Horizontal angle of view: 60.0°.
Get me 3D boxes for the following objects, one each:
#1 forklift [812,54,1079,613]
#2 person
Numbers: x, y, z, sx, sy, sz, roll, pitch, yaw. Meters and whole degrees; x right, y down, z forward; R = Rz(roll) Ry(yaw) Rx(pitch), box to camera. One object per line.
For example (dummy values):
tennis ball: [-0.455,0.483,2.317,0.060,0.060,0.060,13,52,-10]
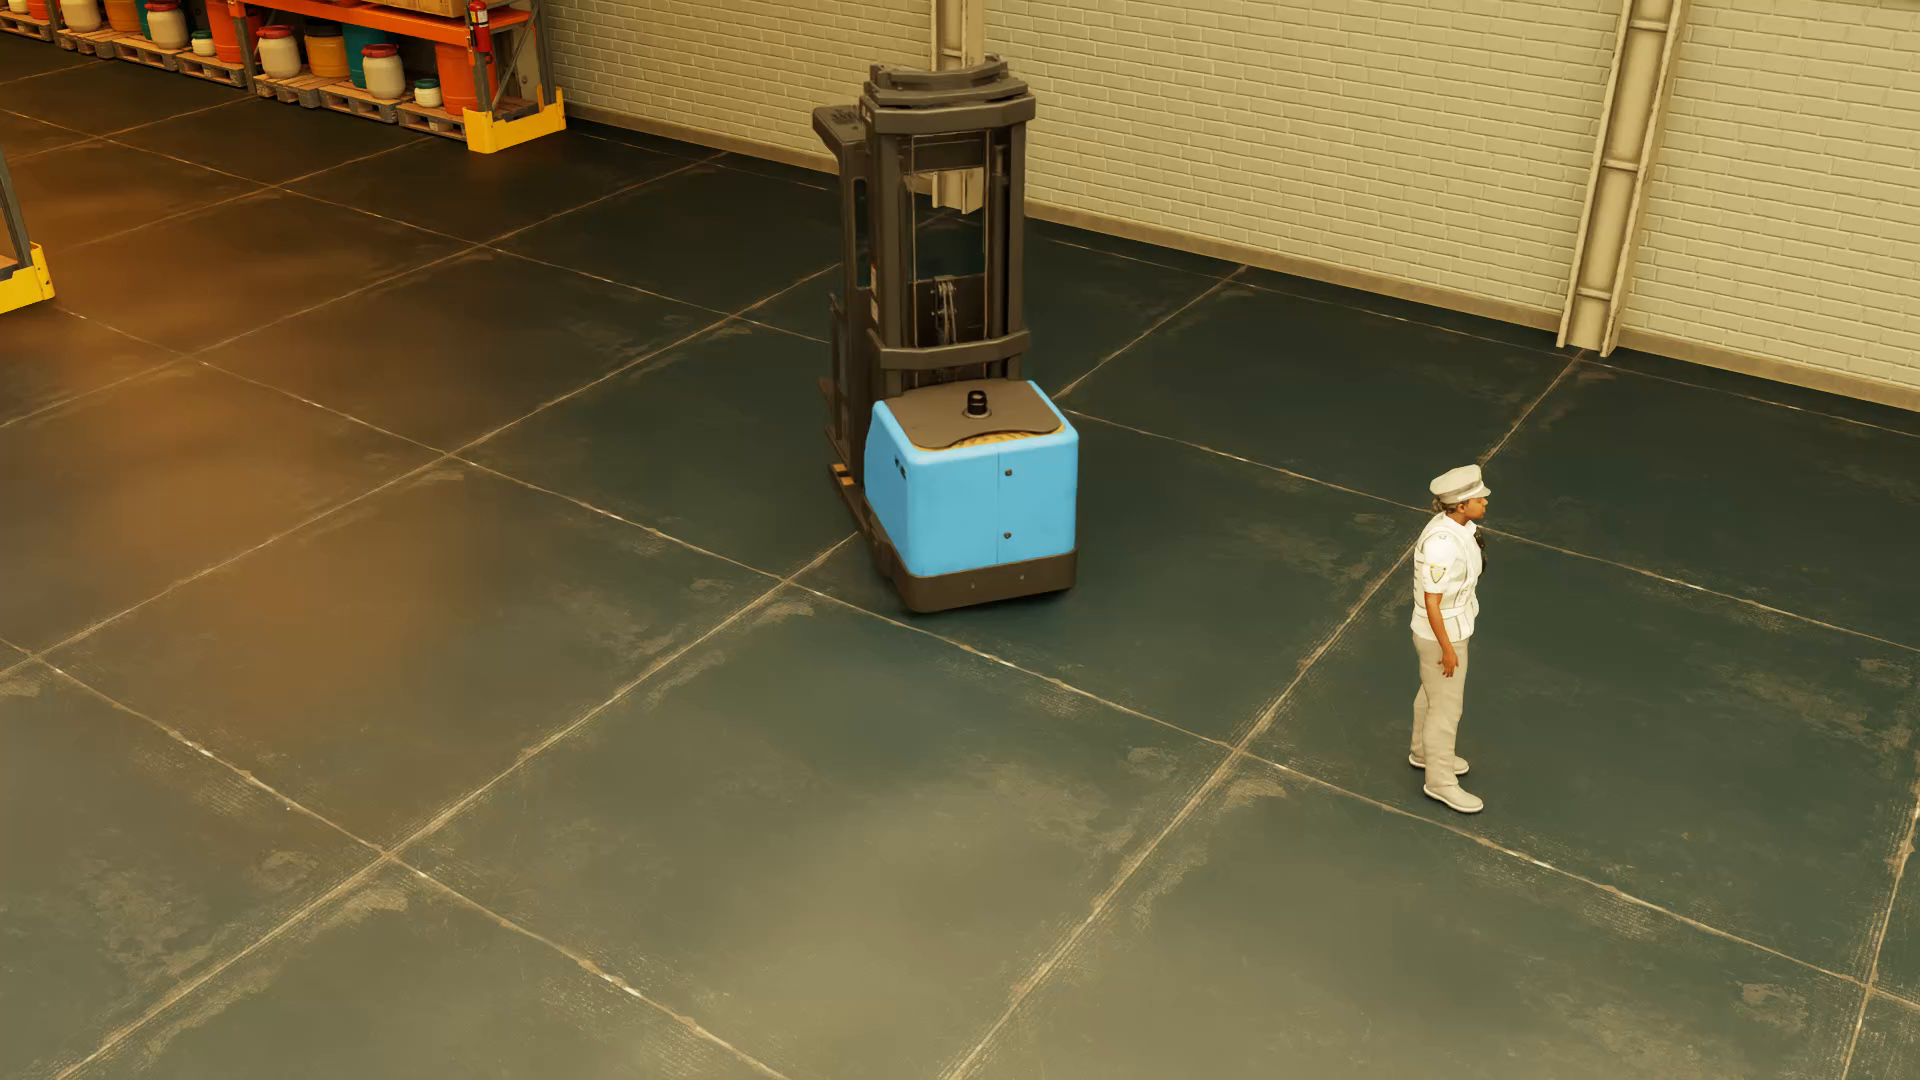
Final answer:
forklift: [-0.245,-1.574,10.292,1.130,2.935,3.031,-9,31,-15]
person: [2.416,0.444,8.035,0.529,1.691,0.569,12,32,20]
